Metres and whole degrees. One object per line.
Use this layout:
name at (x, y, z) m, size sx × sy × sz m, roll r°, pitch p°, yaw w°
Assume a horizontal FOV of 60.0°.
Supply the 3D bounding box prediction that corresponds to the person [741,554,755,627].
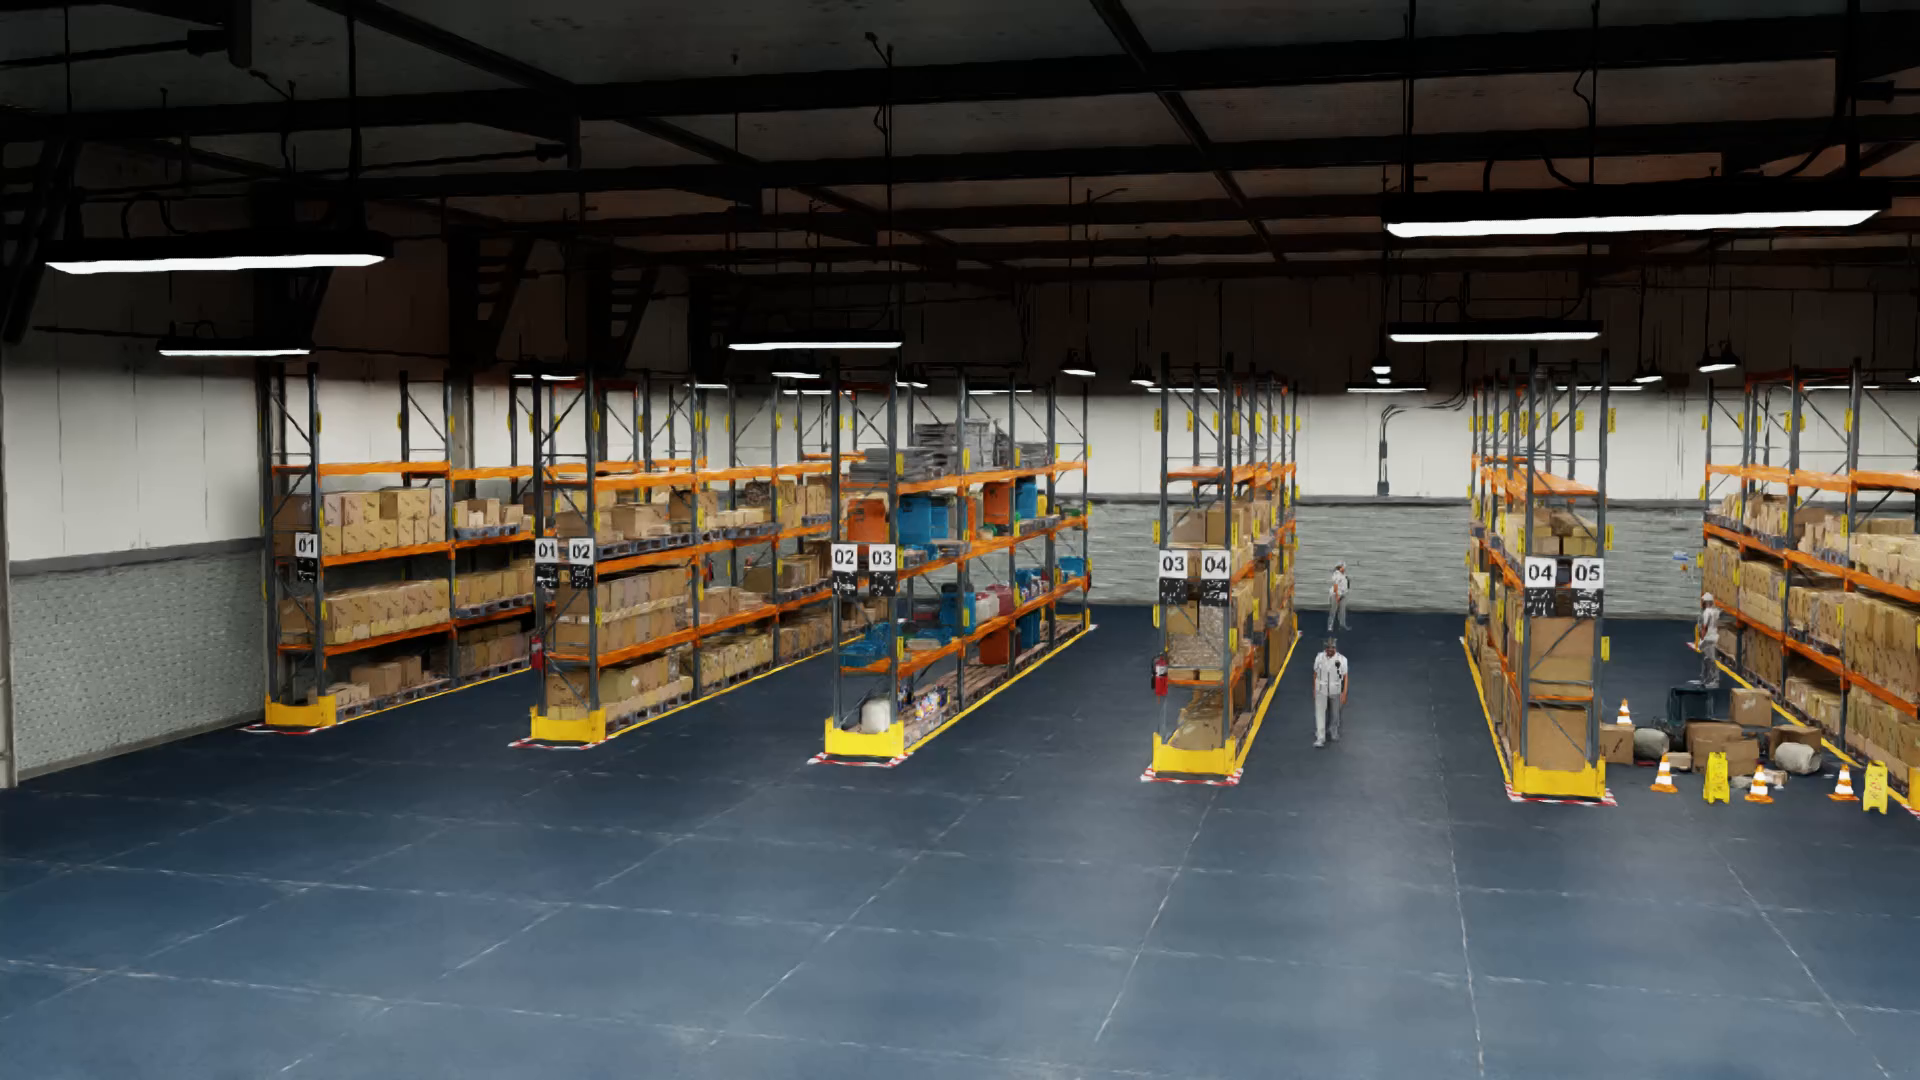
person at (-5.112, 1.235, 40.627) m, size 0.444 × 1.782 × 0.674 m, roll 0°, pitch 4°, yaw 1°

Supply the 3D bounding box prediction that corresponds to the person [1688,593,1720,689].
person at (14.093, 1.888, 31.436) m, size 0.595 × 1.783 × 0.683 m, roll 3°, pitch 5°, yaw 34°

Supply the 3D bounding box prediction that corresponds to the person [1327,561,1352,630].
person at (9.152, 1.340, 40.183) m, size 0.458 × 1.667 × 0.618 m, roll 3°, pitch 5°, yaw 37°

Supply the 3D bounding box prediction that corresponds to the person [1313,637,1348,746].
person at (5.763, 2.328, 25.864) m, size 0.540 × 1.676 × 1.130 m, roll 1°, pitch 4°, yaw 12°
